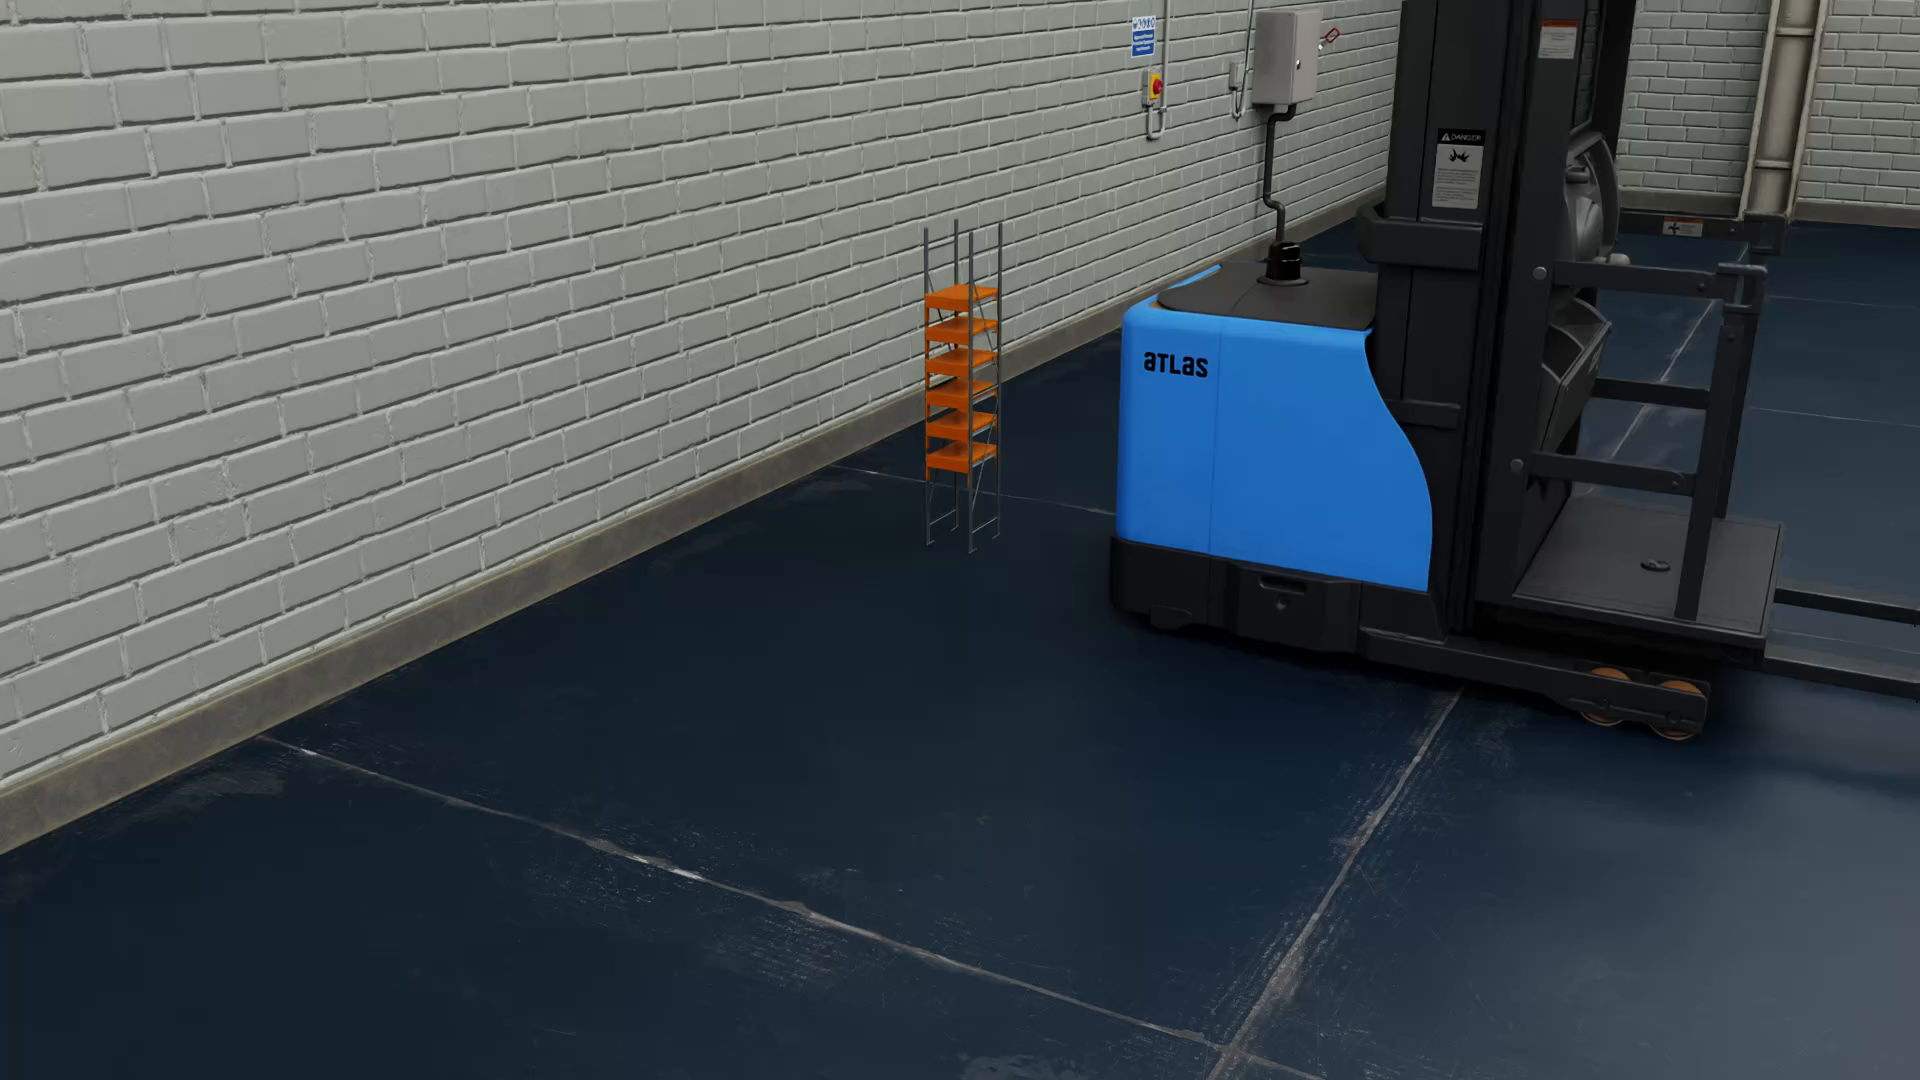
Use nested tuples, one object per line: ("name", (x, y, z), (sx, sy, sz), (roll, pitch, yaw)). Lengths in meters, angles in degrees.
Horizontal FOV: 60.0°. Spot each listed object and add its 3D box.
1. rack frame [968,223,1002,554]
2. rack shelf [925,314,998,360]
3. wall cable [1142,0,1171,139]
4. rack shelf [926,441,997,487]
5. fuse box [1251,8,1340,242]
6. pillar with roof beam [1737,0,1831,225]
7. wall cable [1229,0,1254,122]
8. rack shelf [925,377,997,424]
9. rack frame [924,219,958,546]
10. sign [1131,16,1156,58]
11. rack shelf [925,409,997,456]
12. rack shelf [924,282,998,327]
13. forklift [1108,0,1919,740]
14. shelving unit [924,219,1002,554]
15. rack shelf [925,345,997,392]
("rack frame", (0.093, -0.546, 6.112), (0.006, 1.200, 0.240), (11, 23, 27))
("rack shelf", (0.013, -0.745, 6.087), (0.180, 0.103, 0.258), (11, 23, 27))
("wall cable", (1.126, -3.246, 9.379), (0.123, 1.953, 0.585), (11, 23, 27))
("rack shelf", (0.013, -0.294, 6.251), (0.180, 0.103, 0.258), (11, 23, 27))
("fuse box", (2.278, -2.749, 11.434), (0.414, 1.711, 0.539), (11, 23, 27))
("pillar with roof beam", (4.464, -5.557, 8.487), (0.400, 9.000, 9.100), (11, 23, 27))
("wall cable", (1.807, -3.655, 10.554), (0.122, 1.984, 0.588), (11, 23, 27))
("rack shelf", (0.013, -0.520, 6.169), (0.180, 0.103, 0.258), (11, 23, 27))
("rack frame", (-0.067, -0.577, 6.196), (0.006, 1.200, 0.240), (11, 23, 27))
("sign", (1.049, -2.877, 9.500), (0.001, 0.218, 0.327), (11, 23, 27))
("rack shelf", (0.013, -0.407, 6.210), (0.180, 0.103, 0.258), (11, 23, 27))
("rack shelf", (0.013, -0.858, 6.046), (0.180, 0.103, 0.258), (11, 23, 27))
("forklift", (2.047, -1.010, 4.851), (3.031, 2.935, 1.130), (10, 22, 26))
("shelving unit", (0.013, -0.562, 6.154), (0.189, 1.200, 0.258), (11, 23, 27))
("rack shelf", (0.013, -0.633, 6.128), (0.180, 0.103, 0.258), (11, 23, 27))
